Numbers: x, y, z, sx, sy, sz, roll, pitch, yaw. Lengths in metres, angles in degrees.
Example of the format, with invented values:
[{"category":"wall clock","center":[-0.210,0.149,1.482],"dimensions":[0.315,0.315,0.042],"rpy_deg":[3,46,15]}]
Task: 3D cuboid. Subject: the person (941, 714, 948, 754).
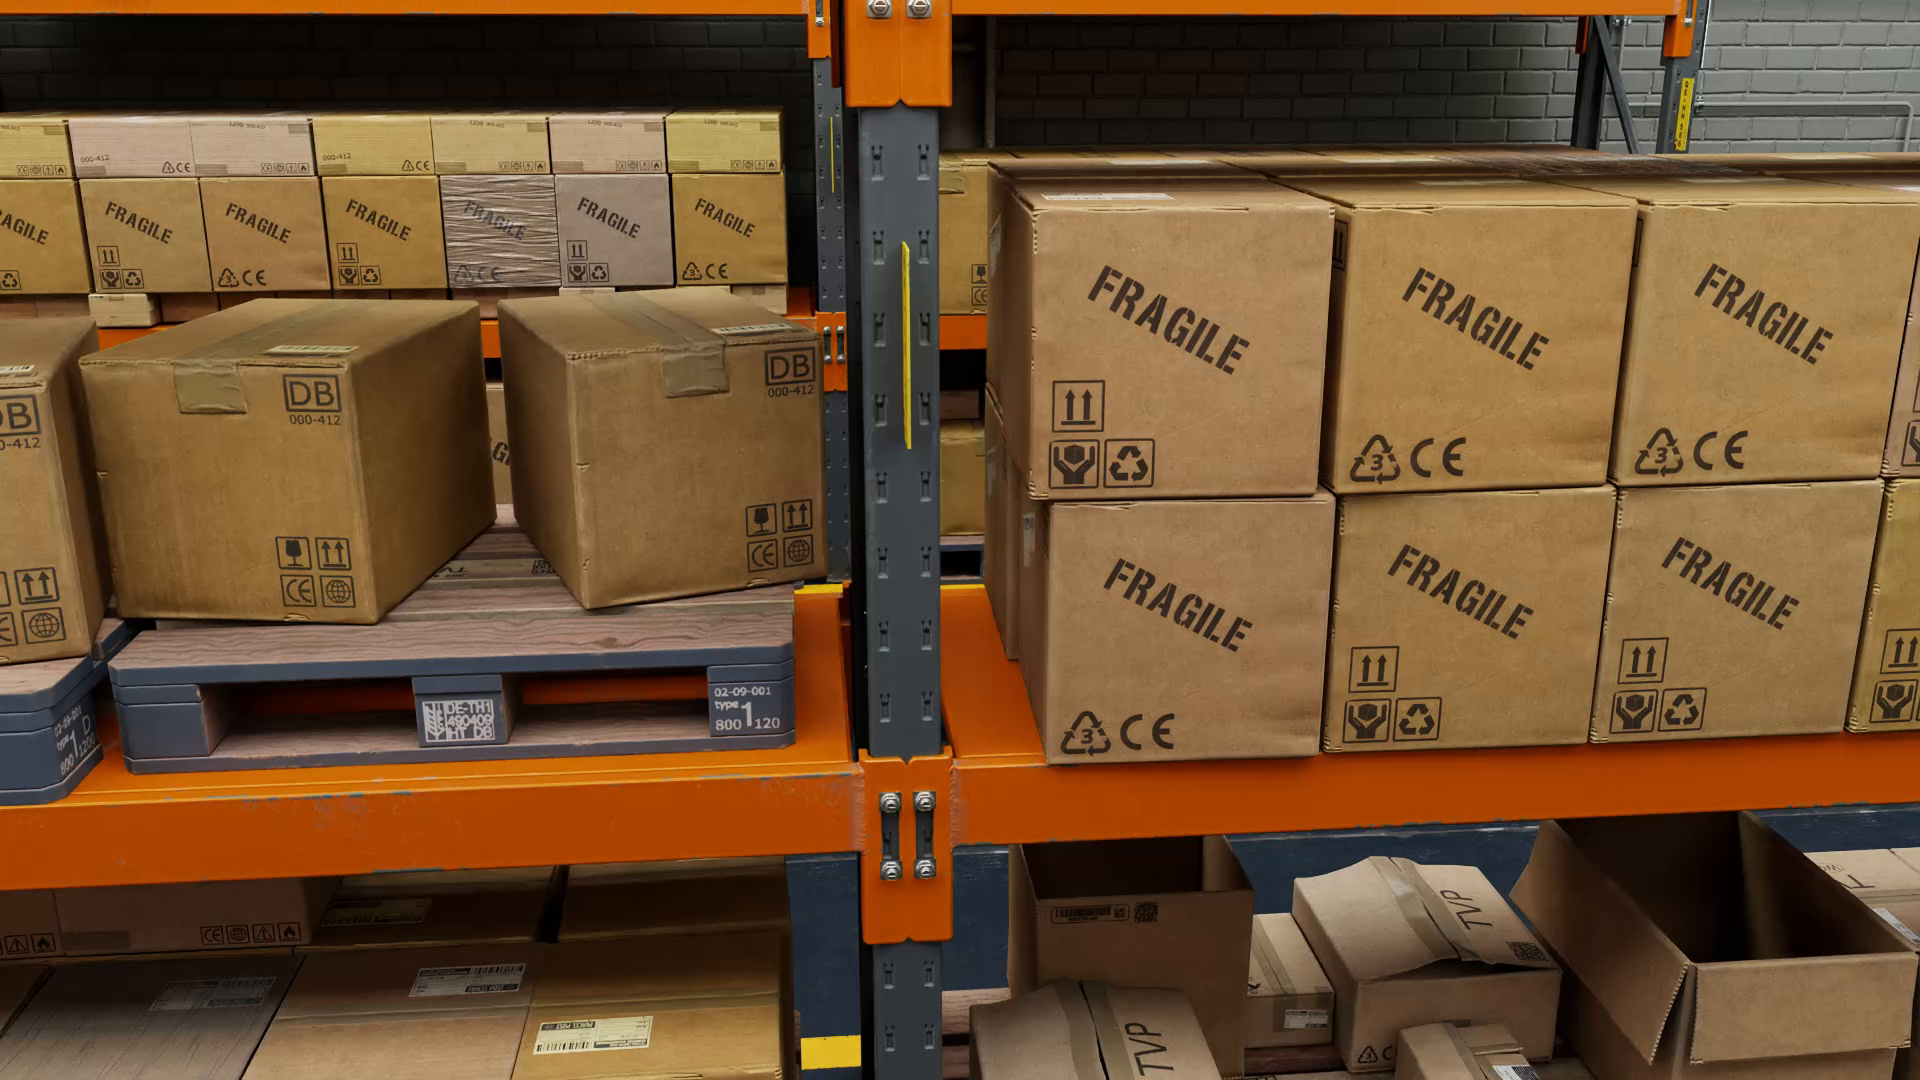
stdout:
[{"category":"person","center":[0.348,0.062,5.801],"dimensions":[0.954,1.538,0.428],"rpy_deg":[1,17,4]}]
